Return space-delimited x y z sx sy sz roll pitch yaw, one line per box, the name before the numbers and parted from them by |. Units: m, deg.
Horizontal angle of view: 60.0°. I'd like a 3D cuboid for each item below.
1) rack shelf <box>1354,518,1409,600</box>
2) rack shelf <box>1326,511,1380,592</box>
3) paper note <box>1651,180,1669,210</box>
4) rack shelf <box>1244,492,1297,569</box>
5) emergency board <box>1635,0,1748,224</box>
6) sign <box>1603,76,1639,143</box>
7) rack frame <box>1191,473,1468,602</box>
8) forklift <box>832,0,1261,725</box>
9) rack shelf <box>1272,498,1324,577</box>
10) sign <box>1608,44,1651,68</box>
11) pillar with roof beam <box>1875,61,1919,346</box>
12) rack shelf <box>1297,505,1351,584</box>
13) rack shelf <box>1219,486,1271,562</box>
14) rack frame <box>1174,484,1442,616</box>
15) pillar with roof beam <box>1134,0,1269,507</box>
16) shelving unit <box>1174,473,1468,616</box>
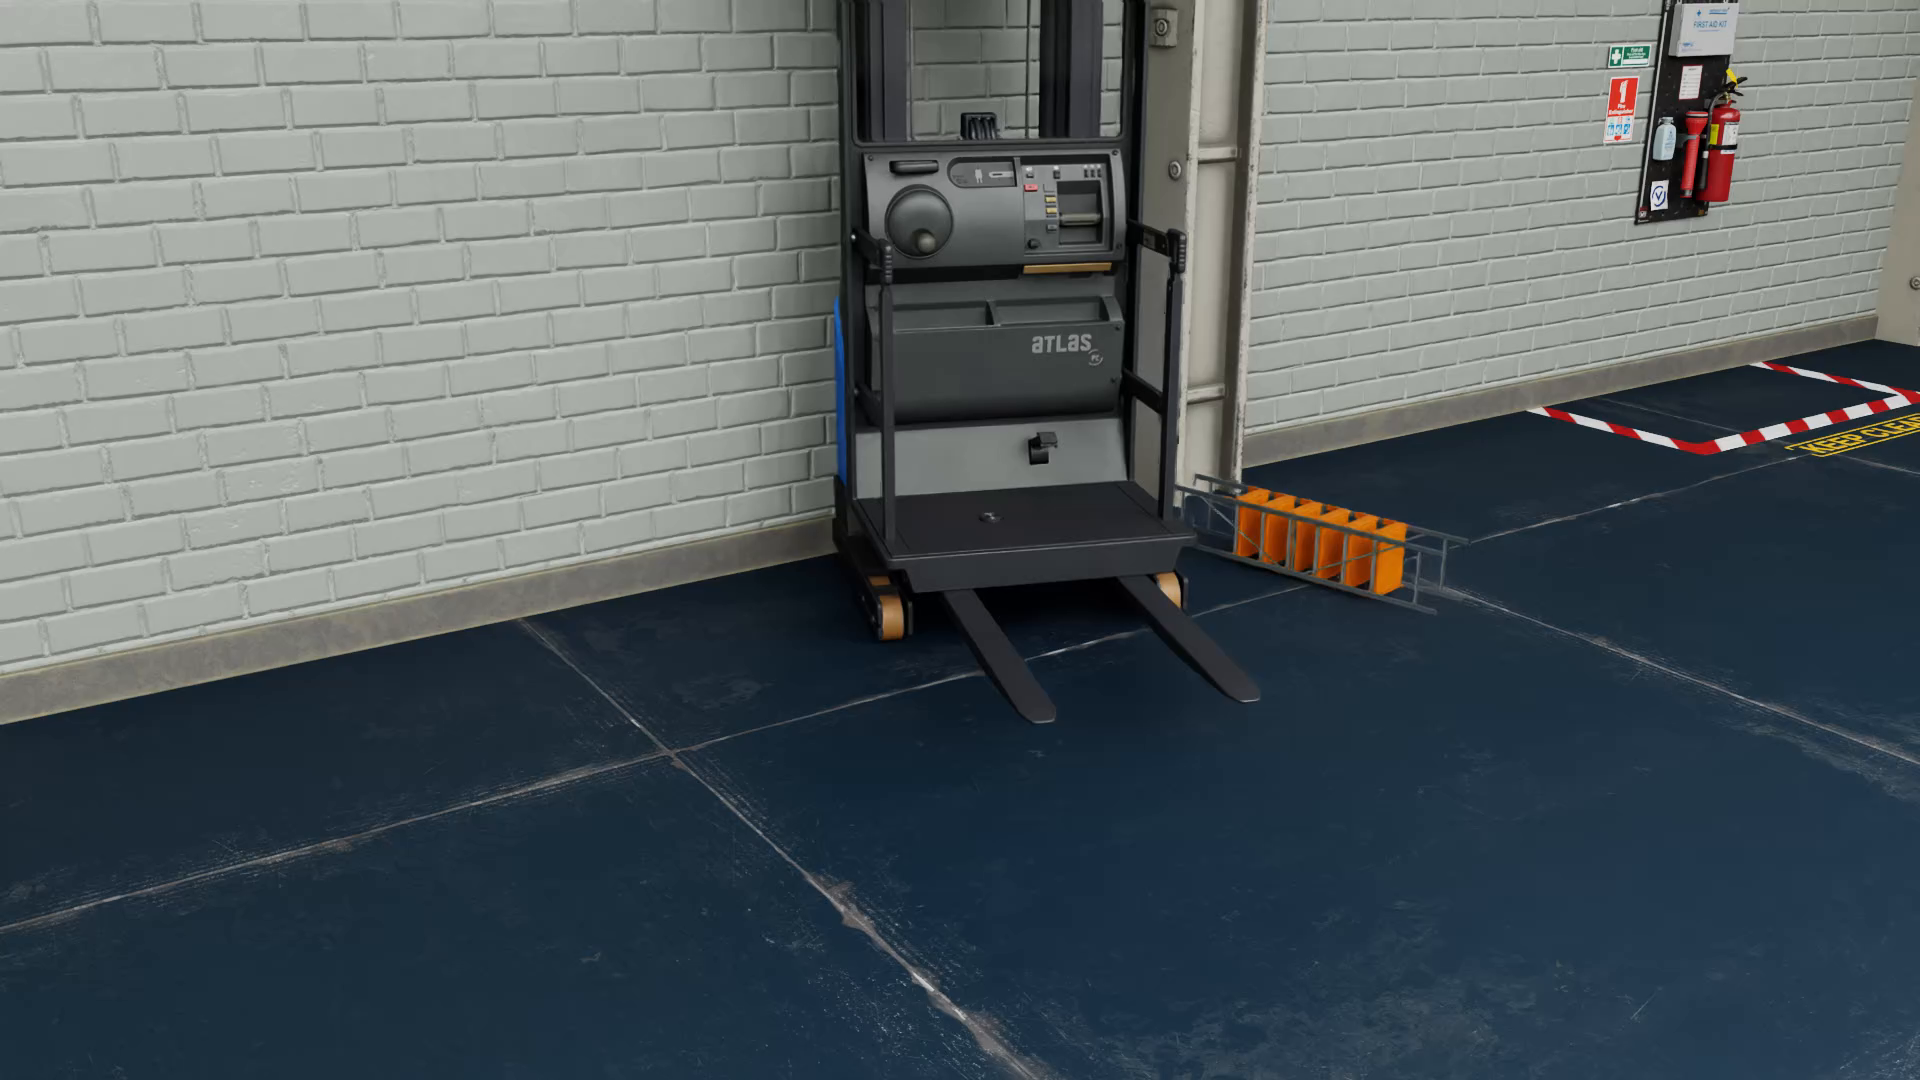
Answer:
rack shelf | 1.539 0.069 6.082 0.103 0.258 0.180 17 25 41
rack shelf | 1.453 0.042 6.162 0.103 0.258 0.180 17 25 41
paper note | 3.740 -1.842 8.884 0.142 0.148 0.016 -12 22 -31
rack shelf | 1.195 -0.038 6.399 0.103 0.258 0.180 17 25 41
emergency board | 3.926 -2.272 8.781 0.643 1.169 0.194 -12 22 -31
sign | 3.407 -2.219 8.568 0.234 0.329 0.001 -12 22 -31
rack frame | 1.377 -0.023 6.353 1.200 0.240 0.006 17 25 41
forklift | 0.178 -1.172 5.634 1.130 2.935 3.031 -4 19 -13
rack shelf | 1.281 -0.012 6.320 0.103 0.258 0.180 17 25 41
sign | 3.416 -2.468 8.479 0.331 0.109 0.001 -12 22 -31
pillar with roof beam | 8.379 -4.387 5.671 0.400 9.000 9.100 -12 22 -31
rack shelf | 1.367 0.015 6.241 0.103 0.258 0.180 17 25 41
rack shelf | 1.109 -0.065 6.478 0.103 0.258 0.180 17 25 41
rack frame | 1.249 0.019 6.228 1.200 0.240 0.006 17 25 41
pillar with roof beam | 3.367 -3.330 2.545 0.400 9.000 9.100 -12 22 -31
shelving unit | 1.313 -0.002 6.291 1.200 0.258 0.189 17 25 41
